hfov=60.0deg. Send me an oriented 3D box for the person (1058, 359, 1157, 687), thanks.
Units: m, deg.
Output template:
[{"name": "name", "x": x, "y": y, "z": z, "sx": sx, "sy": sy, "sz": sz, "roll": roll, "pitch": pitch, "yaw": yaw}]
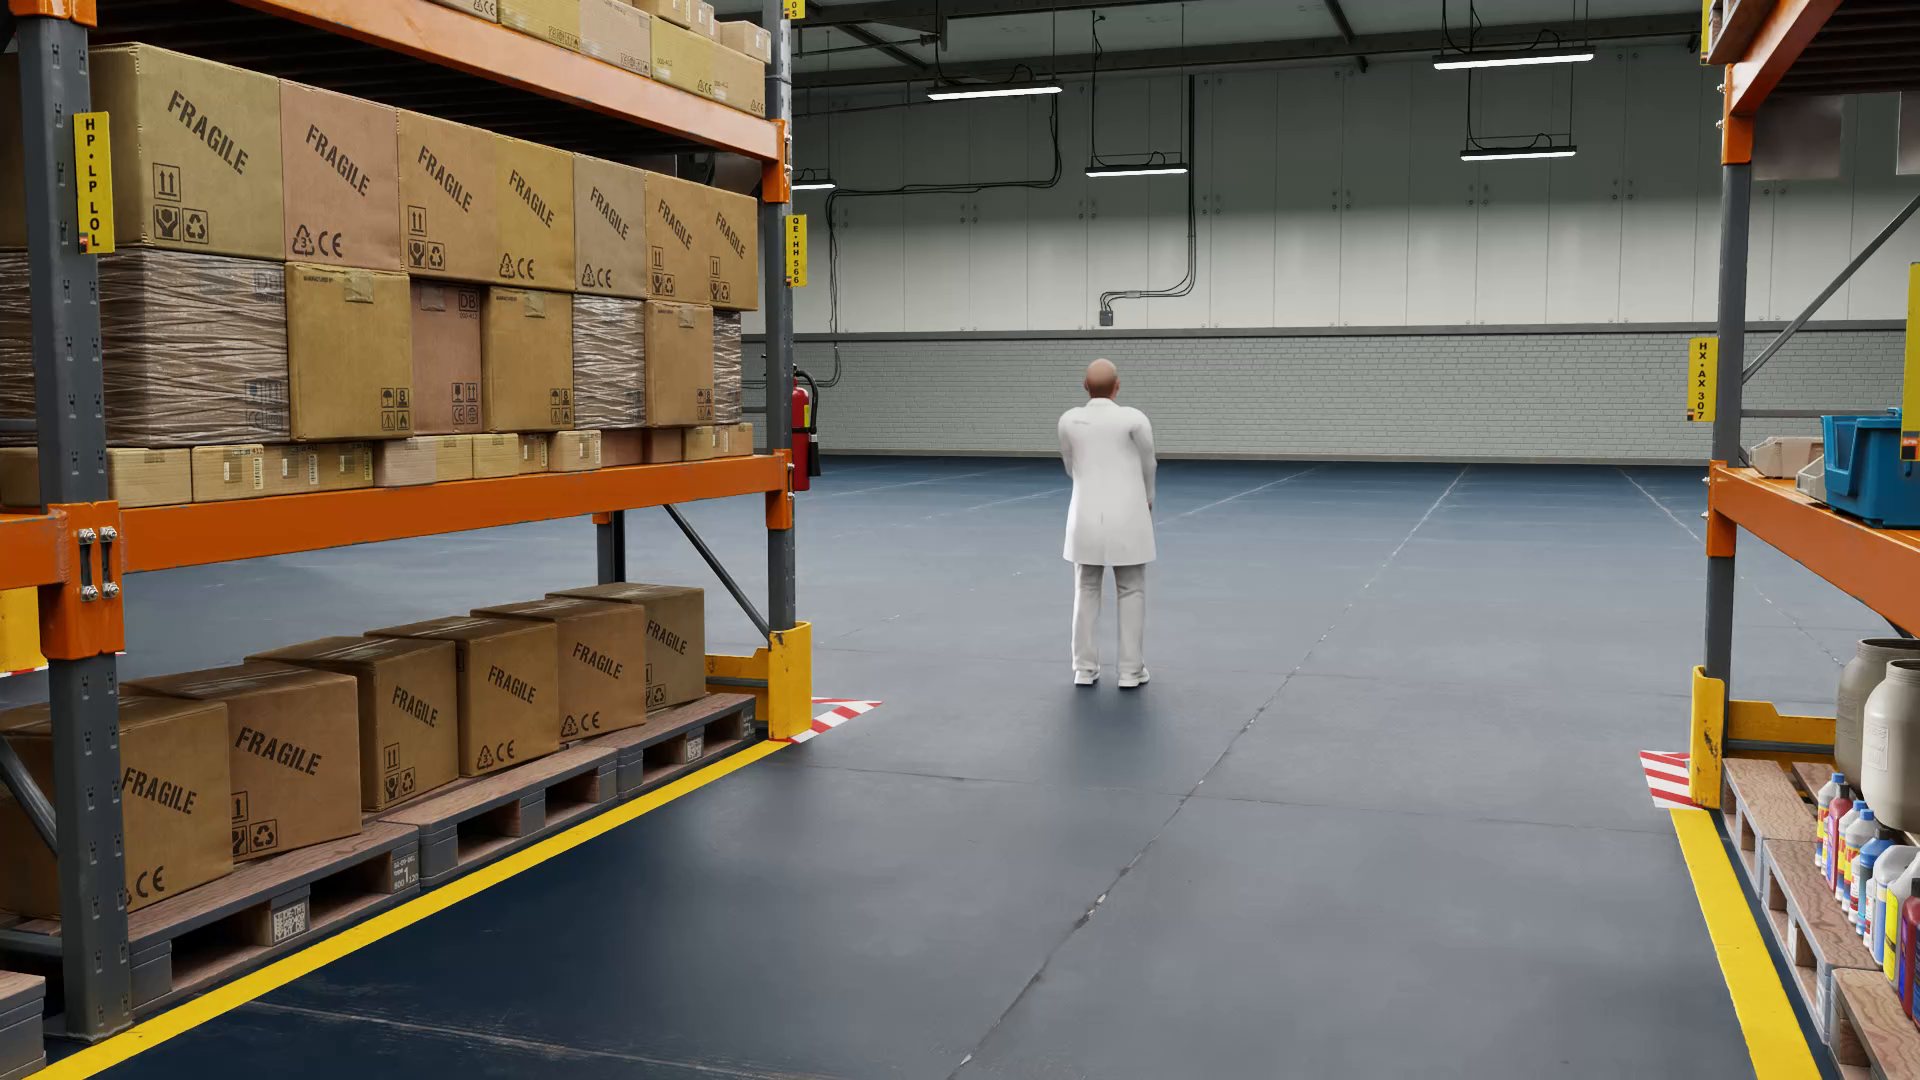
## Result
[{"name": "person", "x": 0.833, "y": -0.104, "z": 9.131, "sx": 0.531, "sy": 1.769, "sz": 0.555, "roll": 2, "pitch": 5, "yaw": 19}]
